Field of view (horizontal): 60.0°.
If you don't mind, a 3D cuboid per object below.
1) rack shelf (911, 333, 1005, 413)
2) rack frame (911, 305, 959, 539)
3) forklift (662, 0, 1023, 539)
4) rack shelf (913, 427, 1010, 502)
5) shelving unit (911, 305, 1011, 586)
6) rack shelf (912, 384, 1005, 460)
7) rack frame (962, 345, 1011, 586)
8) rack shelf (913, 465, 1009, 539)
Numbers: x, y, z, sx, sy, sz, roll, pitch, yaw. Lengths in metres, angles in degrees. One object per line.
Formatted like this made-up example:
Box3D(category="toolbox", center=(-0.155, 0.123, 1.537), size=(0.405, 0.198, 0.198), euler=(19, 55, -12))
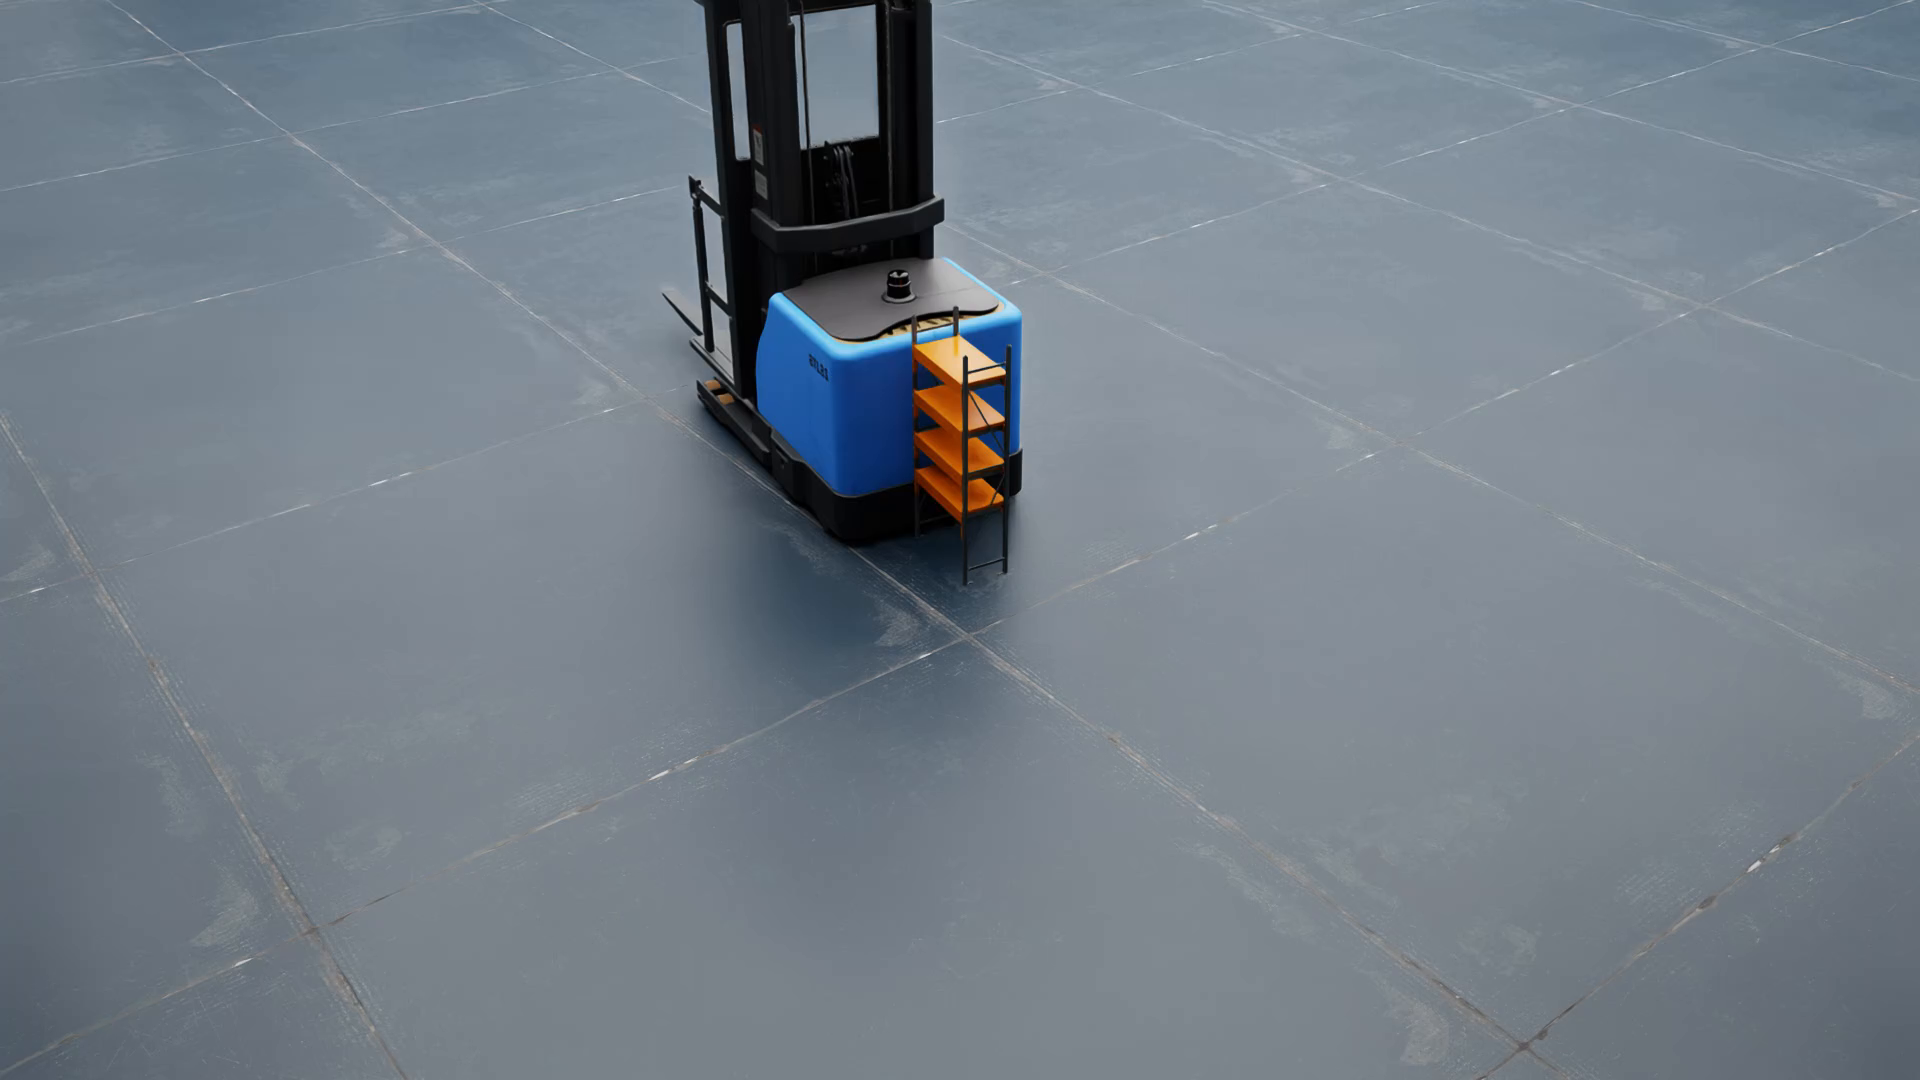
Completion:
Box3D(category="rack shelf", center=(0.002, -0.769, 7.606), size=(0.258, 0.148, 0.480), euler=(-16, 35, -24))
Box3D(category="rack frame", center=(-0.115, -0.548, 7.995), size=(0.240, 1.200, 0.015), euler=(-16, 35, -24))
Box3D(category="forklift", center=(-0.833, -2.000, 8.692), size=(1.130, 2.935, 3.031), euler=(-16, 35, -24))
Box3D(category="rack shelf", center=(0.002, -0.378, 7.849), size=(0.258, 0.148, 0.480), euler=(-16, 35, -24))
Box3D(category="shelving unit", center=(0.002, -0.435, 7.814), size=(0.258, 1.200, 0.503), euler=(-16, 35, -24))
Box3D(category="rack shelf", center=(0.002, -0.568, 7.731), size=(0.258, 0.148, 0.480), euler=(-16, 35, -24))
Box3D(category="rack frame", center=(0.119, -0.322, 7.632), size=(0.240, 1.200, 0.015), euler=(-16, 35, -24))
Box3D(category="rack shelf", center=(0.002, -0.209, 7.954), size=(0.258, 0.148, 0.480), euler=(-16, 35, -24))
